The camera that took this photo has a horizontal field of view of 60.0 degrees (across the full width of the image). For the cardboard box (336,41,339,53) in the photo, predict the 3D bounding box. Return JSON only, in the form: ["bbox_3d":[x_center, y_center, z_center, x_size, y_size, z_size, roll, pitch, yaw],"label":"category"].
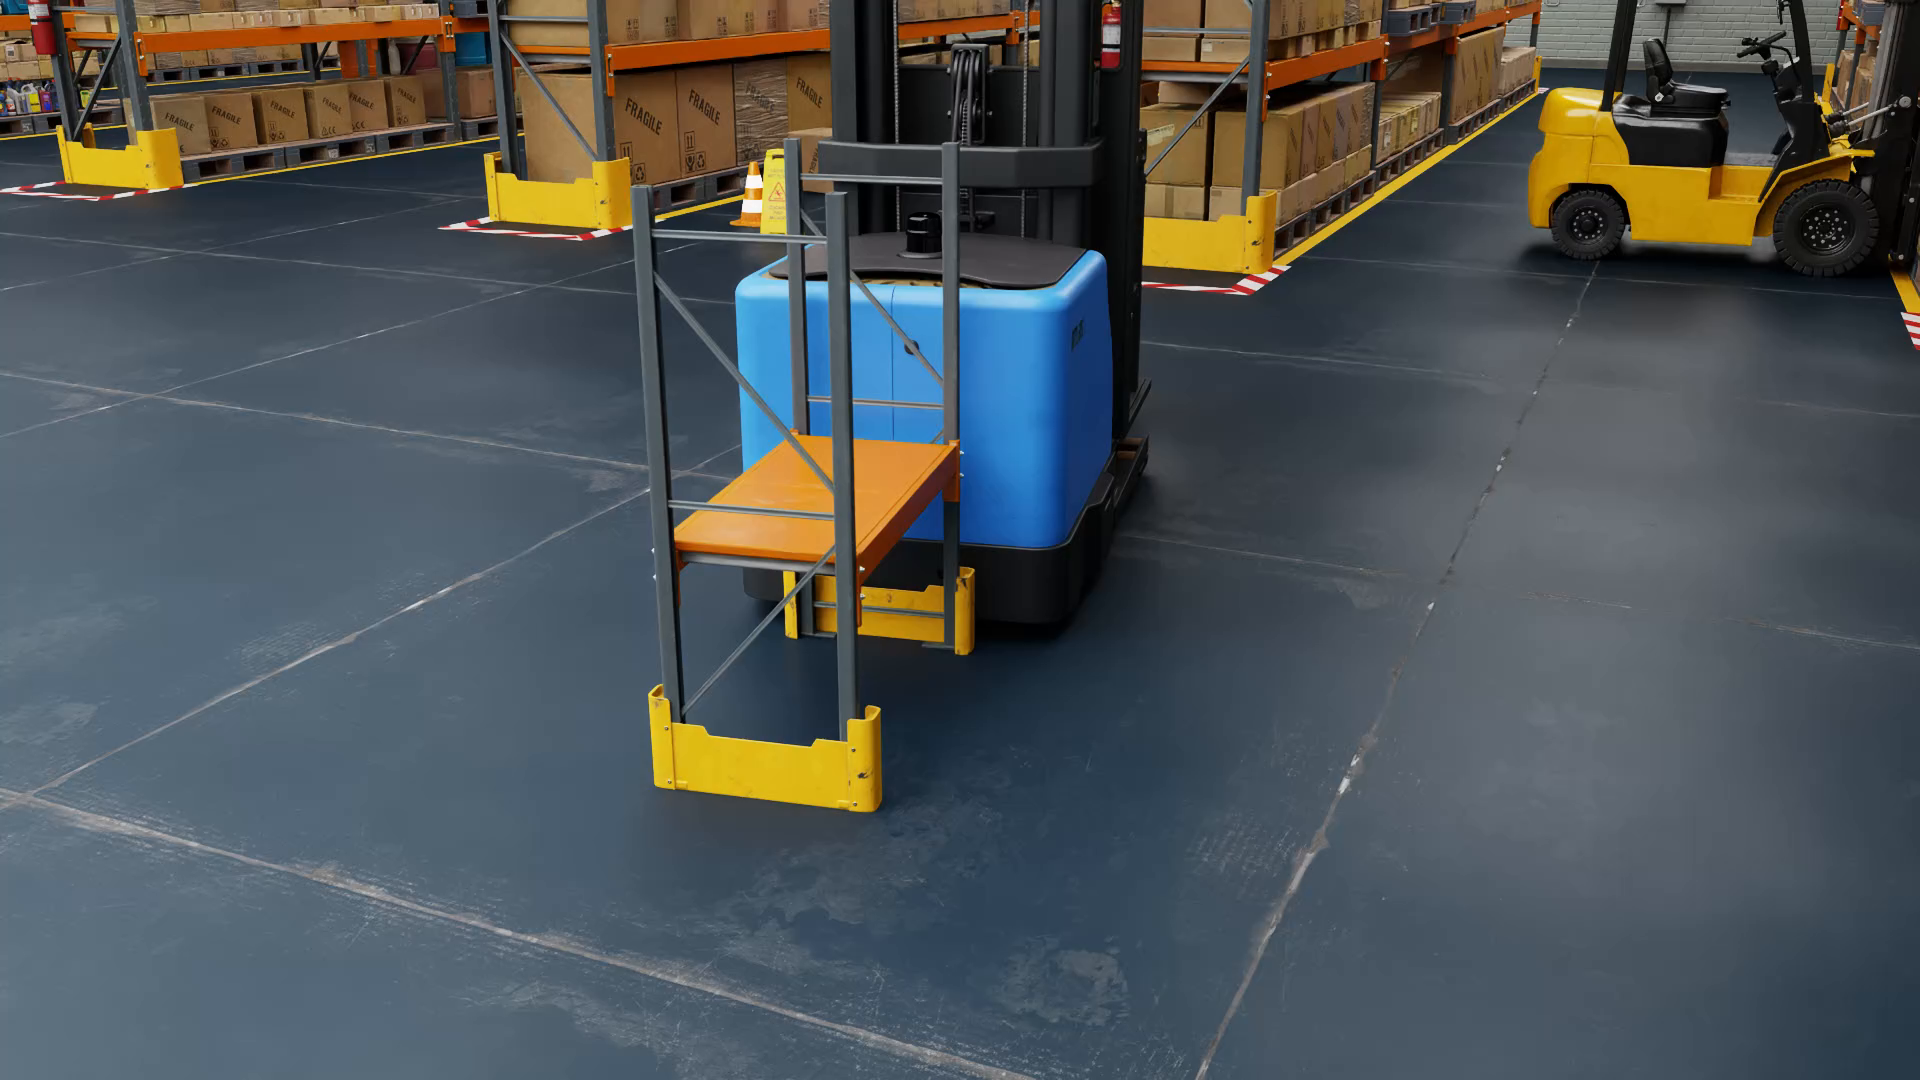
[{"bbox_3d":[-11.415,-9.018,30.207,0.500,0.311,0.500,9,21,23],"label":"cardboard box"}]

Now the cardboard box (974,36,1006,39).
[{"bbox_3d":[0.423,-6.115,20.672,0.500,0.250,0.500,9,21,23],"label":"cardboard box"}]

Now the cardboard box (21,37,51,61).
[{"bbox_3d":[-13.531,-7.226,24.450,0.500,0.311,0.500,8,21,22],"label":"cardboard box"}]

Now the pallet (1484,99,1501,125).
[{"bbox_3d":[6.134,-5.355,20.712,1.003,0.211,1.213,9,21,23],"label":"pallet"}]

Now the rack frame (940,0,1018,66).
[{"bbox_3d":[0.185,-6.341,19.322,1.000,3.000,0.127,9,21,23],"label":"rack frame"}]

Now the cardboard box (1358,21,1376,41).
[{"bbox_3d":[3.155,-4.134,13.492,0.380,0.149,0.250,9,22,24],"label":"cardboard box"}]

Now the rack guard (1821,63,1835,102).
[{"bbox_3d":[12.518,-6.257,22.817,1.175,0.500,0.348,9,21,23],"label":"rack guard"}]

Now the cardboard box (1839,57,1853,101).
[{"bbox_3d":[11.401,-5.731,20.711,0.700,0.500,0.500,8,21,21],"label":"cardboard box"}]

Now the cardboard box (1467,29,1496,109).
[{"bbox_3d":[5.837,-5.634,19.880,0.875,0.875,0.875,9,22,24],"label":"cardboard box"}]

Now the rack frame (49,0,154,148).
[{"bbox_3d":[-7.574,-4.607,14.446,1.000,3.000,0.127,9,21,23],"label":"rack frame"}]

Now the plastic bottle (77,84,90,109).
[{"bbox_3d":[-10.351,-5.244,19.636,0.061,0.283,0.133,10,22,25],"label":"plastic bottle"}]

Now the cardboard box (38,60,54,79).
[{"bbox_3d":[-13.535,-6.963,24.547,0.500,0.250,0.500,8,21,22],"label":"cardboard box"}]

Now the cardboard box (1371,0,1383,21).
[{"bbox_3d":[3.150,-4.487,13.516,0.500,0.500,0.500,8,21,21],"label":"cardboard box"}]

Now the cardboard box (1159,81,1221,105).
[{"bbox_3d":[1.646,-3.210,11.909,0.380,0.149,0.250,9,22,24],"label":"cardboard box"}]

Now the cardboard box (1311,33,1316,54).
[{"bbox_3d":[2.289,-3.508,11.731,0.380,0.149,0.250,9,22,24],"label":"cardboard box"}]

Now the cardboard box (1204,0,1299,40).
[{"bbox_3d":[1.914,-3.541,10.856,0.500,0.500,0.500,8,21,22],"label":"cardboard box"}]

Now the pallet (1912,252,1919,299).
[{"bbox_3d":[6.272,-1.493,9.851,1.003,0.211,1.213,9,21,23],"label":"pallet"}]

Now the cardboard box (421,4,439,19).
[{"bbox_3d":[-5.756,-5.605,17.628,0.380,0.149,0.250,9,21,23],"label":"cardboard box"}]

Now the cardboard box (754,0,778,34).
[{"bbox_3d":[-2.126,-4.754,14.636,0.875,0.550,0.550,9,21,23],"label":"cardboard box"}]

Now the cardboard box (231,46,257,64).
[{"bbox_3d":[-12.053,-8.172,27.544,0.500,0.500,0.500,9,21,23],"label":"cardboard box"}]

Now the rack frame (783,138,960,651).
[{"bbox_3d":[-0.247,-0.397,4.846,0.500,1.500,0.032,5,20,13],"label":"rack frame"}]

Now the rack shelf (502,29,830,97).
[{"bbox_3d":[-2.271,-4.168,14.285,1.077,0.370,4.000,9,21,23],"label":"rack shelf"}]

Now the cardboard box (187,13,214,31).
[{"bbox_3d":[-7.004,-4.691,15.057,0.380,0.149,0.250,9,21,23],"label":"cardboard box"}]

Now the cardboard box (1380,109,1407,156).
[{"bbox_3d":[3.609,-3.810,15.502,0.950,0.372,0.625,10,22,26],"label":"cardboard box"}]

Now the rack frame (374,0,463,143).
[{"bbox_3d":[-5.936,-5.830,17.884,1.000,3.000,0.127,9,21,23],"label":"rack frame"}]

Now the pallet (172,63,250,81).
[{"bbox_3d":[-12.493,-7.693,27.287,1.003,0.211,1.213,9,21,23],"label":"pallet"}]

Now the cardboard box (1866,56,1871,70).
[{"bbox_3d":[10.478,-5.393,18.791,0.380,0.149,0.250,8,21,21],"label":"cardboard box"}]

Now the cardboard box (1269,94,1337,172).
[{"bbox_3d":[2.482,-3.031,12.373,0.500,0.500,0.500,9,21,24],"label":"cardboard box"}]

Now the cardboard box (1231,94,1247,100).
[{"bbox_3d":[1.981,-3.097,12.557,0.500,0.500,0.500,8,21,21],"label":"cardboard box"}]

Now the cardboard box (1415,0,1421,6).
[{"bbox_3d":[4.022,-4.995,15.287,0.380,0.149,0.250,9,21,23],"label":"cardboard box"}]

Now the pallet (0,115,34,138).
[{"bbox_3d":[-11.266,-4.621,18.649,1.003,0.211,1.213,9,21,23],"label":"pallet"}]

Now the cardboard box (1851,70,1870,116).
[{"bbox_3d":[10.298,-4.974,18.583,0.500,0.500,0.500,8,21,22],"label":"cardboard box"}]

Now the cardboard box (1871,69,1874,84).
[{"bbox_3d":[9.327,-4.612,16.596,0.380,0.149,0.250,7,21,20],"label":"cardboard box"}]

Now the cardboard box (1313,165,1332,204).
[{"bbox_3d":[2.477,-2.682,12.509,0.500,0.250,0.500,10,22,26],"label":"cardboard box"}]

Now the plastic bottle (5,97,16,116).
[{"bbox_3d":[-10.760,-4.915,18.833,0.097,0.201,0.097,0,20,0],"label":"plastic bottle"}]

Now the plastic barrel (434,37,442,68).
[{"bbox_3d":[-8.020,-7.440,25.498,0.421,0.512,0.421,0,20,0],"label":"plastic barrel"}]

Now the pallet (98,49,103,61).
[{"bbox_3d":[-15.834,-9.222,31.585,1.003,0.211,1.213,9,21,23],"label":"pallet"}]

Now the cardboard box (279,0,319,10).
[{"bbox_3d":[-6.769,-5.426,16.156,0.875,0.500,0.500,9,21,23],"label":"cardboard box"}]

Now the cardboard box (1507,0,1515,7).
[{"bbox_3d":[6.812,-7.070,21.223,0.500,0.500,0.500,9,22,24],"label":"cardboard box"}]

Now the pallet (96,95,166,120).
[{"bbox_3d":[-10.169,-5.441,20.952,1.003,0.211,1.213,9,21,23],"label":"pallet"}]

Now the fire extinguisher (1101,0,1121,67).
[{"bbox_3d":[1.000,-3.239,10.715,0.296,0.674,0.183,9,21,23],"label":"fire extinguisher"}]

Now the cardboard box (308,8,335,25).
[{"bbox_3d":[-6.384,-5.149,16.344,0.380,0.149,0.250,9,21,23],"label":"cardboard box"}]

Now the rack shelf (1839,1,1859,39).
[{"bbox_3d":[11.730,-6.508,20.865,1.077,0.370,4.000,9,21,23],"label":"rack shelf"}]

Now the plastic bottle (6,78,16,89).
[{"bbox_3d":[-11.164,-5.279,19.631,0.144,0.351,0.185,9,22,24],"label":"plastic bottle"}]

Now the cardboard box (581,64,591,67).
[{"bbox_3d":[-4.770,-5.703,20.602,0.700,0.500,0.500,7,21,18],"label":"cardboard box"}]

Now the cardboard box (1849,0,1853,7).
[{"bbox_3d":[11.591,-6.890,21.241,0.380,0.149,0.250,8,21,21],"label":"cardboard box"}]

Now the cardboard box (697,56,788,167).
[{"bbox_3d":[-2.140,-3.856,14.879,0.875,0.875,0.875,9,21,23],"label":"cardboard box"}]

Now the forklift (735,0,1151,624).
[{"bbox_3d":[0.141,-1.585,6.052,1.130,2.935,3.031,4,20,12],"label":"forklift"}]

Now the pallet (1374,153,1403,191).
[{"bbox_3d":[3.422,-3.394,15.198,1.003,0.211,1.213,9,21,23],"label":"pallet"}]

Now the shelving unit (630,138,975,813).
[{"bbox_3d":[-0.366,-0.234,4.389,0.587,1.500,1.083,5,20,13],"label":"shelving unit"}]

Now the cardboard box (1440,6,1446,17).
[{"bbox_3d":[5.173,-5.737,17.848,0.500,0.250,0.500,8,21,22],"label":"cardboard box"}]

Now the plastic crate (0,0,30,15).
[{"bbox_3d":[-10.660,-6.063,18.764,0.499,0.251,0.616,9,21,23],"label":"plastic crate"}]

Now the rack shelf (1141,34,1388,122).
[{"bbox_3d":[2.286,-3.519,12.462,1.077,0.370,4.000,9,21,23],"label":"rack shelf"}]

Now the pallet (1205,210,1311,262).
[{"bbox_3d":[1.863,-2.200,11.840,1.003,0.211,1.213,9,21,23],"label":"pallet"}]

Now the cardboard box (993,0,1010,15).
[{"bbox_3d":[0.246,-6.213,18.814,0.500,0.500,0.500,9,21,23],"label":"cardboard box"}]

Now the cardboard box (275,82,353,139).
[{"bbox_3d":[-6.547,-4.356,16.845,0.500,0.500,0.500,7,21,18],"label":"cardboard box"}]

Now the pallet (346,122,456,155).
[{"bbox_3d":[-6.179,-4.306,17.760,1.003,0.211,1.213,9,21,23],"label":"pallet"}]
